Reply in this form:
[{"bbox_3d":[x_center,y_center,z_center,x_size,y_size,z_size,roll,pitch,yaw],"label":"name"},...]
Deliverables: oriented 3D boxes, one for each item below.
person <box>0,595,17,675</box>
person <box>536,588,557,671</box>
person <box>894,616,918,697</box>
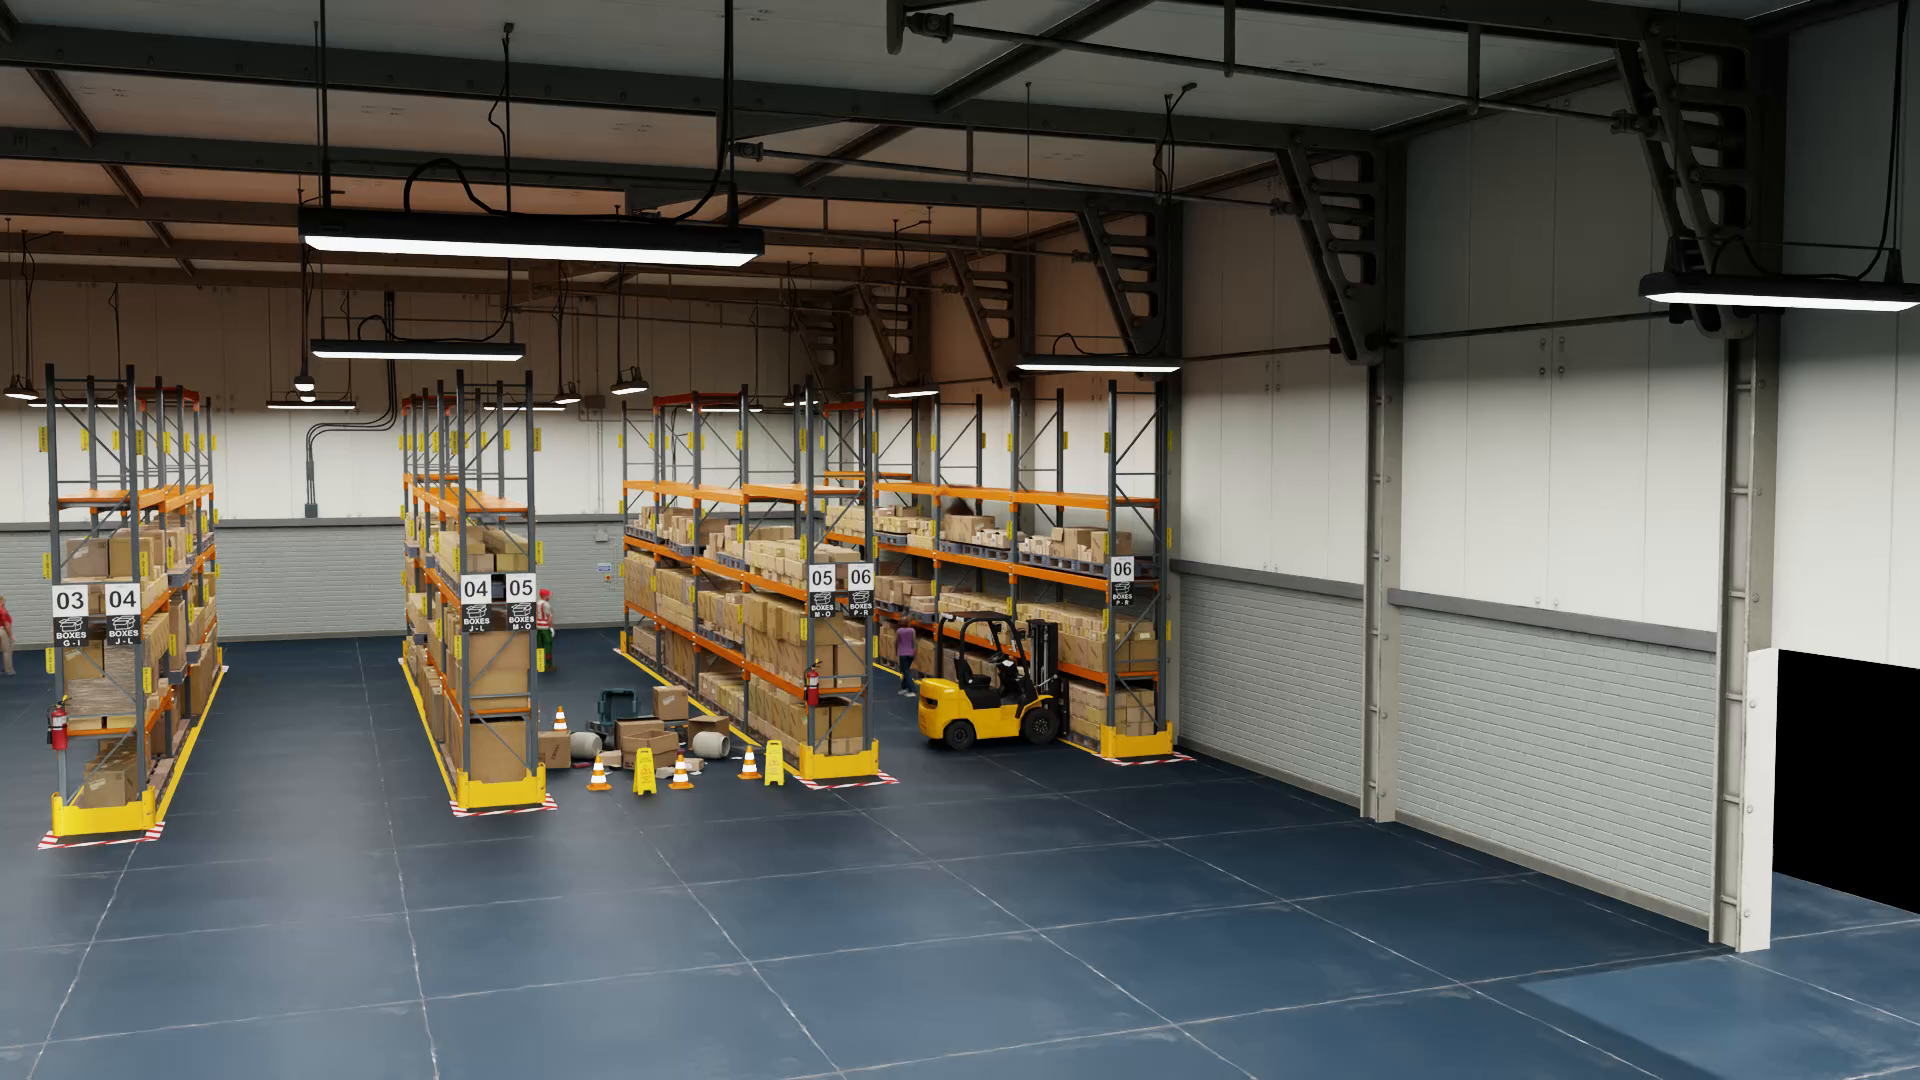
[{"bbox_3d":[-20.582,2.051,35.761,0.589,1.742,0.425,1,4,23],"label":"person"},{"bbox_3d":[-9.103,1.961,36.572,0.608,1.793,0.412,3,4,40],"label":"person"},{"bbox_3d":[-1.065,2.244,31.641,0.401,1.479,0.841,-2,4,-32],"label":"person"}]
